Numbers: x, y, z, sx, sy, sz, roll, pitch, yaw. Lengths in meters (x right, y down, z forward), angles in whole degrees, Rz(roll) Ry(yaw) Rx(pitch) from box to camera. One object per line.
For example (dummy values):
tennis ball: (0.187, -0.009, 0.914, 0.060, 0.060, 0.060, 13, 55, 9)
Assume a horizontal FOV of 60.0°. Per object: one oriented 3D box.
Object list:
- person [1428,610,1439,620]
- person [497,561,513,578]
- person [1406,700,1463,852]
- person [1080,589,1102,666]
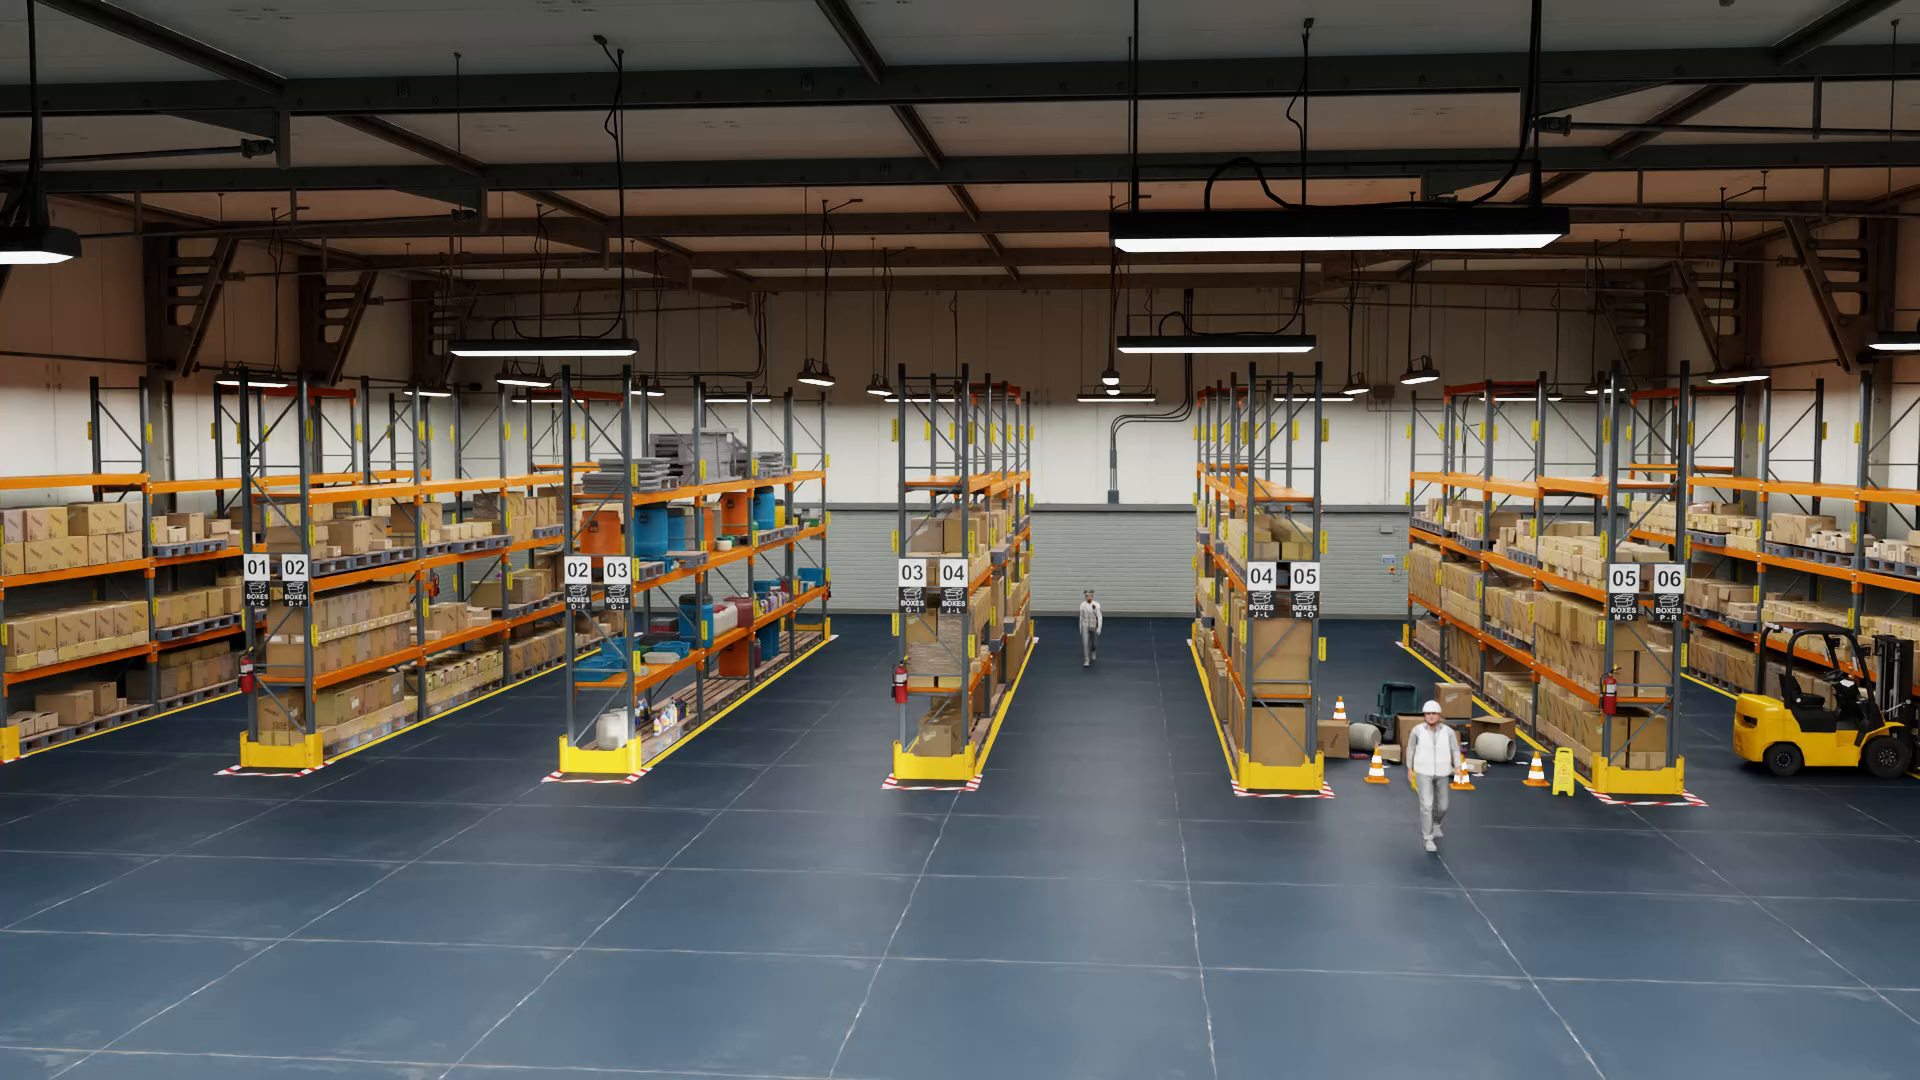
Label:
person: (11.946, 1.518, 41.577, 0.405, 1.594, 0.459, 0, 4, -8)
person: (-11.553, 1.393, 42.241, 0.480, 1.764, 0.609, 0, 4, 2)
person: (5.744, 2.824, 20.156, 0.617, 1.768, 0.791, 0, 4, 5)
person: (2.824, 1.863, 35.906, 0.485, 1.638, 0.853, 0, 4, 4)
